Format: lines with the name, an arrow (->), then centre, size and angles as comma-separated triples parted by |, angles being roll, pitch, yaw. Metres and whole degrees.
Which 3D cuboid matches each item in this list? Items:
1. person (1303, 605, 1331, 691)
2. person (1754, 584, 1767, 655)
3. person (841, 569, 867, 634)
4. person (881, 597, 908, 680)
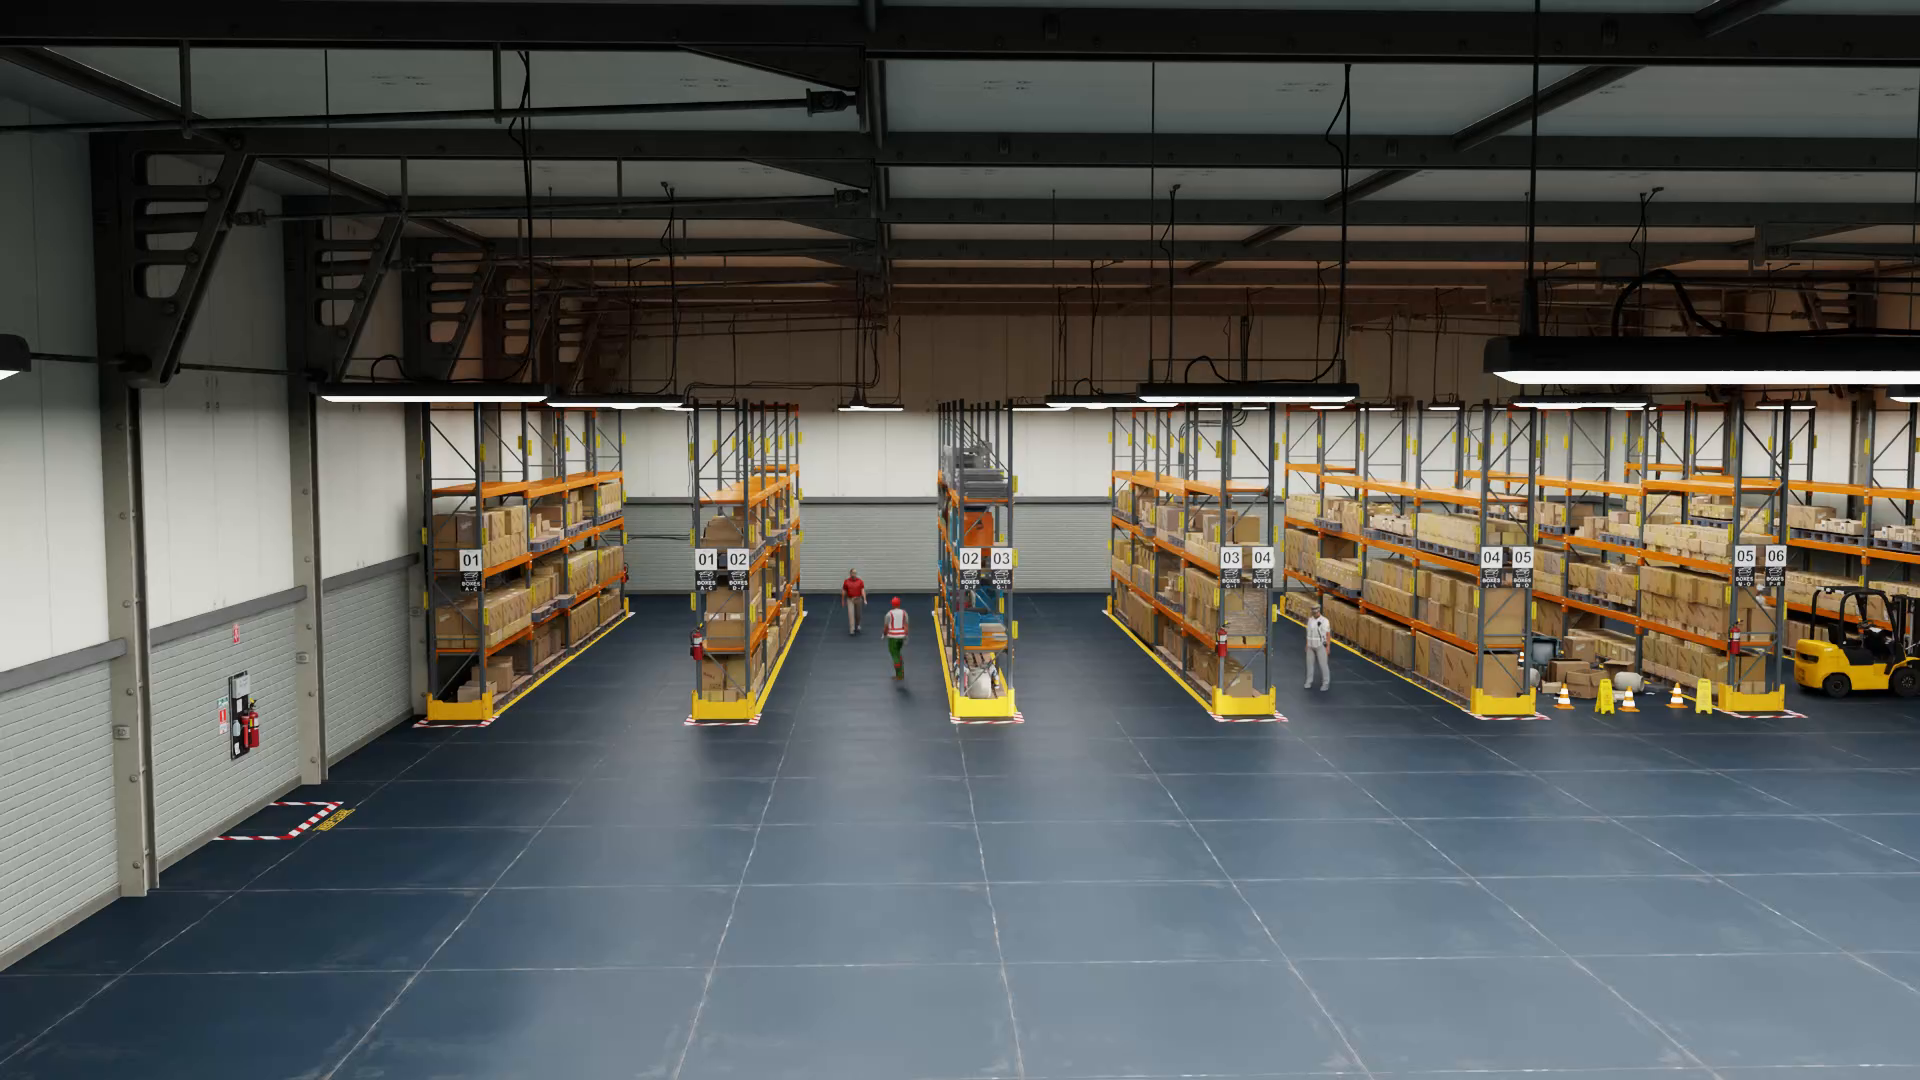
person -> 7.429, 2.230, 34.606 | 0.435, 1.737, 0.620 | -4, 6, -40
person -> 18.334, 1.916, 38.316 | 0.616, 1.822, 0.542 | -1, 4, -15
person -> -2.768, 1.595, 43.370 | 0.662, 1.675, 1.072 | 0, 4, -6
person -> -1.433, 2.123, 35.786 | 0.529, 1.823, 0.509 | -4, 6, -44
